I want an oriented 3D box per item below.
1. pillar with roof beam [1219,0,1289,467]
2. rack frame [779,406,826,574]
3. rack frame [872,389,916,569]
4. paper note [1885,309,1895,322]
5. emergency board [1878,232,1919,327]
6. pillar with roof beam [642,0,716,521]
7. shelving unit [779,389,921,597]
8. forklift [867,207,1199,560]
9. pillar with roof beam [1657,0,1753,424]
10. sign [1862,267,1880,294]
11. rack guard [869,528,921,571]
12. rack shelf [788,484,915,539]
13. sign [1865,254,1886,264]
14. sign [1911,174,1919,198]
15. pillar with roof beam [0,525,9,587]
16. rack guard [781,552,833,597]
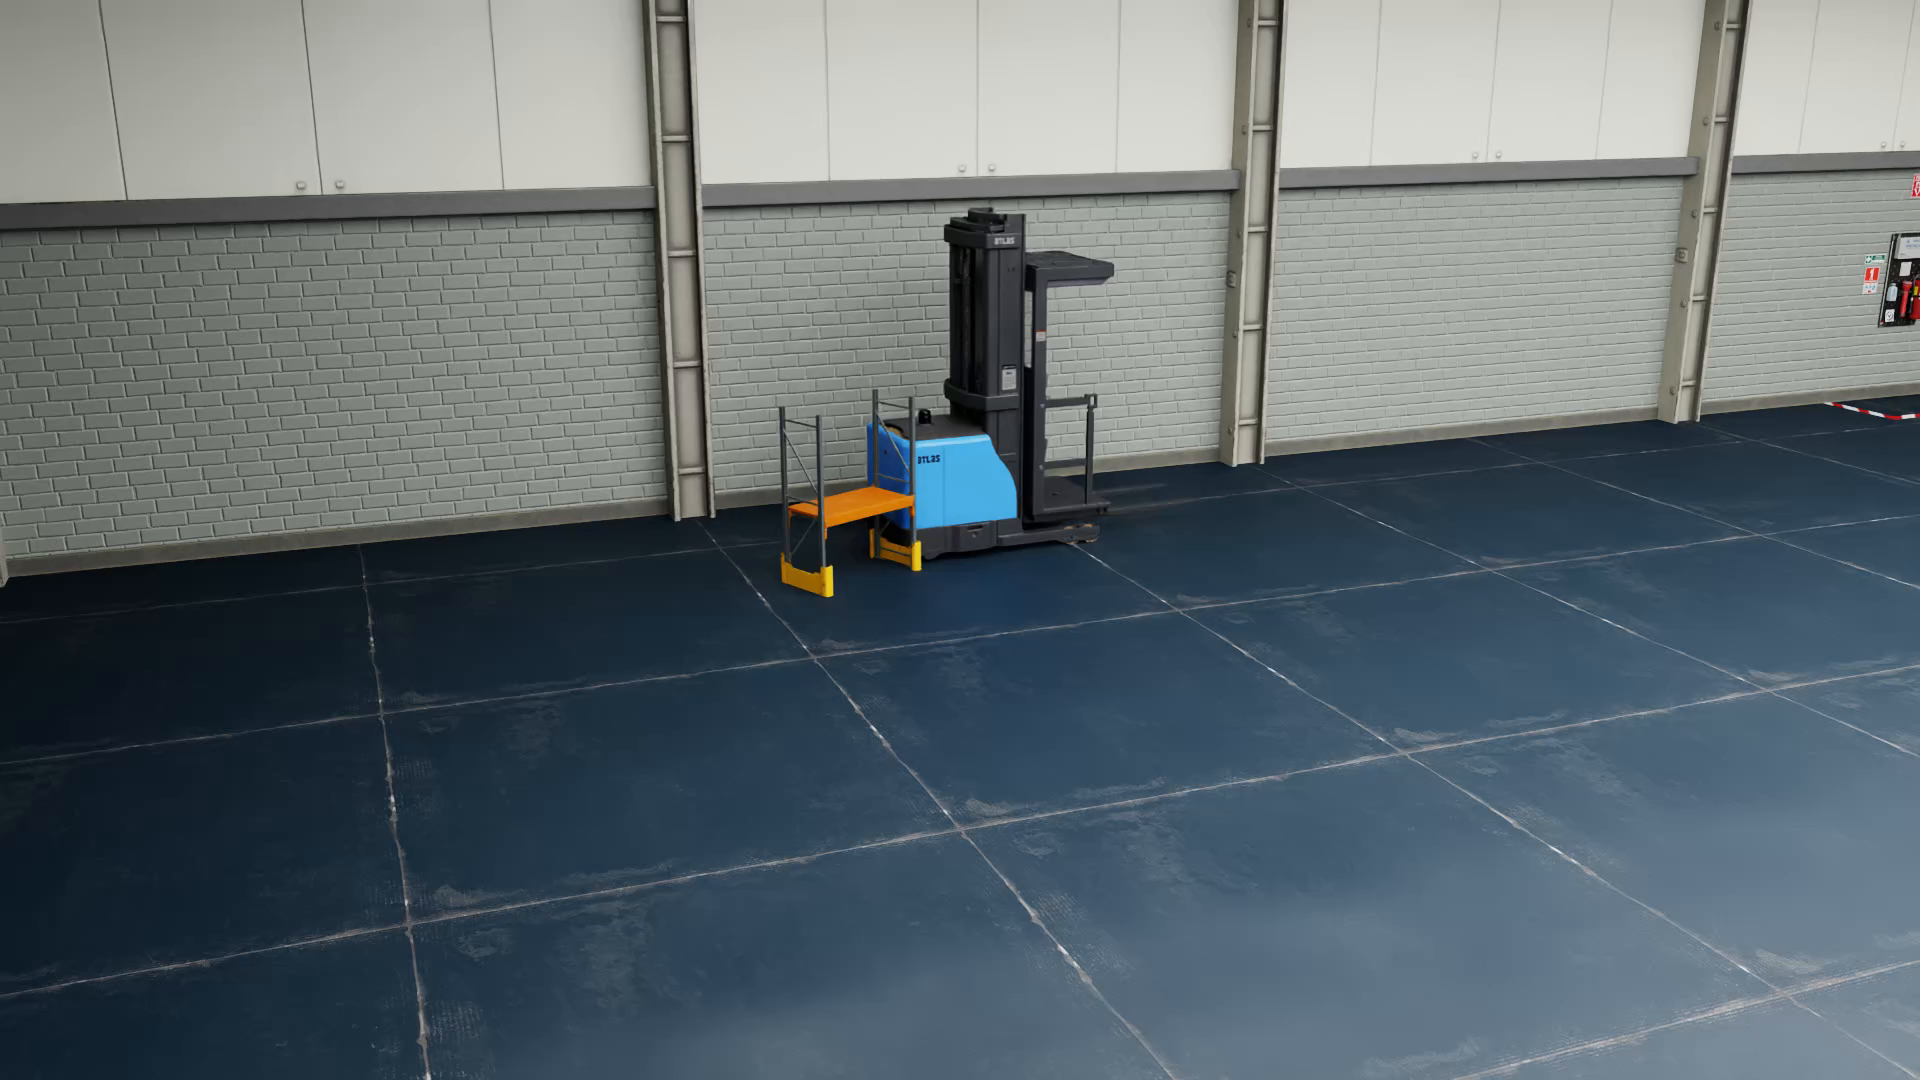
[{"bbox_3d":[4.578,-4.028,12.844,0.400,9.000,9.100,-6,17,-20],"label":"pillar with roof beam"},{"bbox_3d":[-1.278,-0.315,13.509,0.500,1.500,0.032,16,22,42],"label":"rack frame"},{"bbox_3d":[-0.562,-0.518,14.202,0.500,1.500,0.032,16,22,42],"label":"rack frame"},{"bbox_3d":[11.732,-2.831,20.977,0.142,0.148,0.016,-6,17,-20],"label":"paper note"},{"bbox_3d":[11.922,-3.253,20.852,0.643,1.169,0.194,-6,17,-20],"label":"emergency board"},{"bbox_3d":[-1.024,-3.423,10.784,0.400,9.000,9.100,-6,17,-20],"label":"pillar with roof beam"},{"bbox_3d":[-0.913,-0.418,13.861,0.587,1.500,1.083,16,22,42],"label":"shelving unit"},{"bbox_3d":[0.718,-1.488,14.964,3.031,2.935,1.130,-7,18,-22],"label":"forklift"},{"bbox_3d":[10.181,-4.633,14.904,0.400,9.000,9.100,-6,17,-20],"label":"pillar with roof beam"},{"bbox_3d":[11.369,-3.241,20.749,0.234,0.329,0.001,-6,17,-20],"label":"sign"},{"bbox_3d":[-0.563,0.082,14.377,0.587,0.250,0.087,16,22,42],"label":"rack guard"},{"bbox_3d":[-0.920,-0.244,13.906,0.538,0.185,1.000,16,22,42],"label":"rack shelf"},{"bbox_3d":[11.376,-3.494,20.668,0.331,0.109,0.001,-6,17,-20],"label":"sign"},{"bbox_3d":[11.879,-4.391,20.612,0.199,0.298,0.001,-6,17,-20],"label":"sign"},{"bbox_3d":[-6.627,-2.818,8.724,0.400,9.000,9.100,-6,17,-20],"label":"pillar with roof beam"},{"bbox_3d":[-1.264,0.281,13.698,0.587,0.250,0.087,16,22,42],"label":"rack guard"}]
